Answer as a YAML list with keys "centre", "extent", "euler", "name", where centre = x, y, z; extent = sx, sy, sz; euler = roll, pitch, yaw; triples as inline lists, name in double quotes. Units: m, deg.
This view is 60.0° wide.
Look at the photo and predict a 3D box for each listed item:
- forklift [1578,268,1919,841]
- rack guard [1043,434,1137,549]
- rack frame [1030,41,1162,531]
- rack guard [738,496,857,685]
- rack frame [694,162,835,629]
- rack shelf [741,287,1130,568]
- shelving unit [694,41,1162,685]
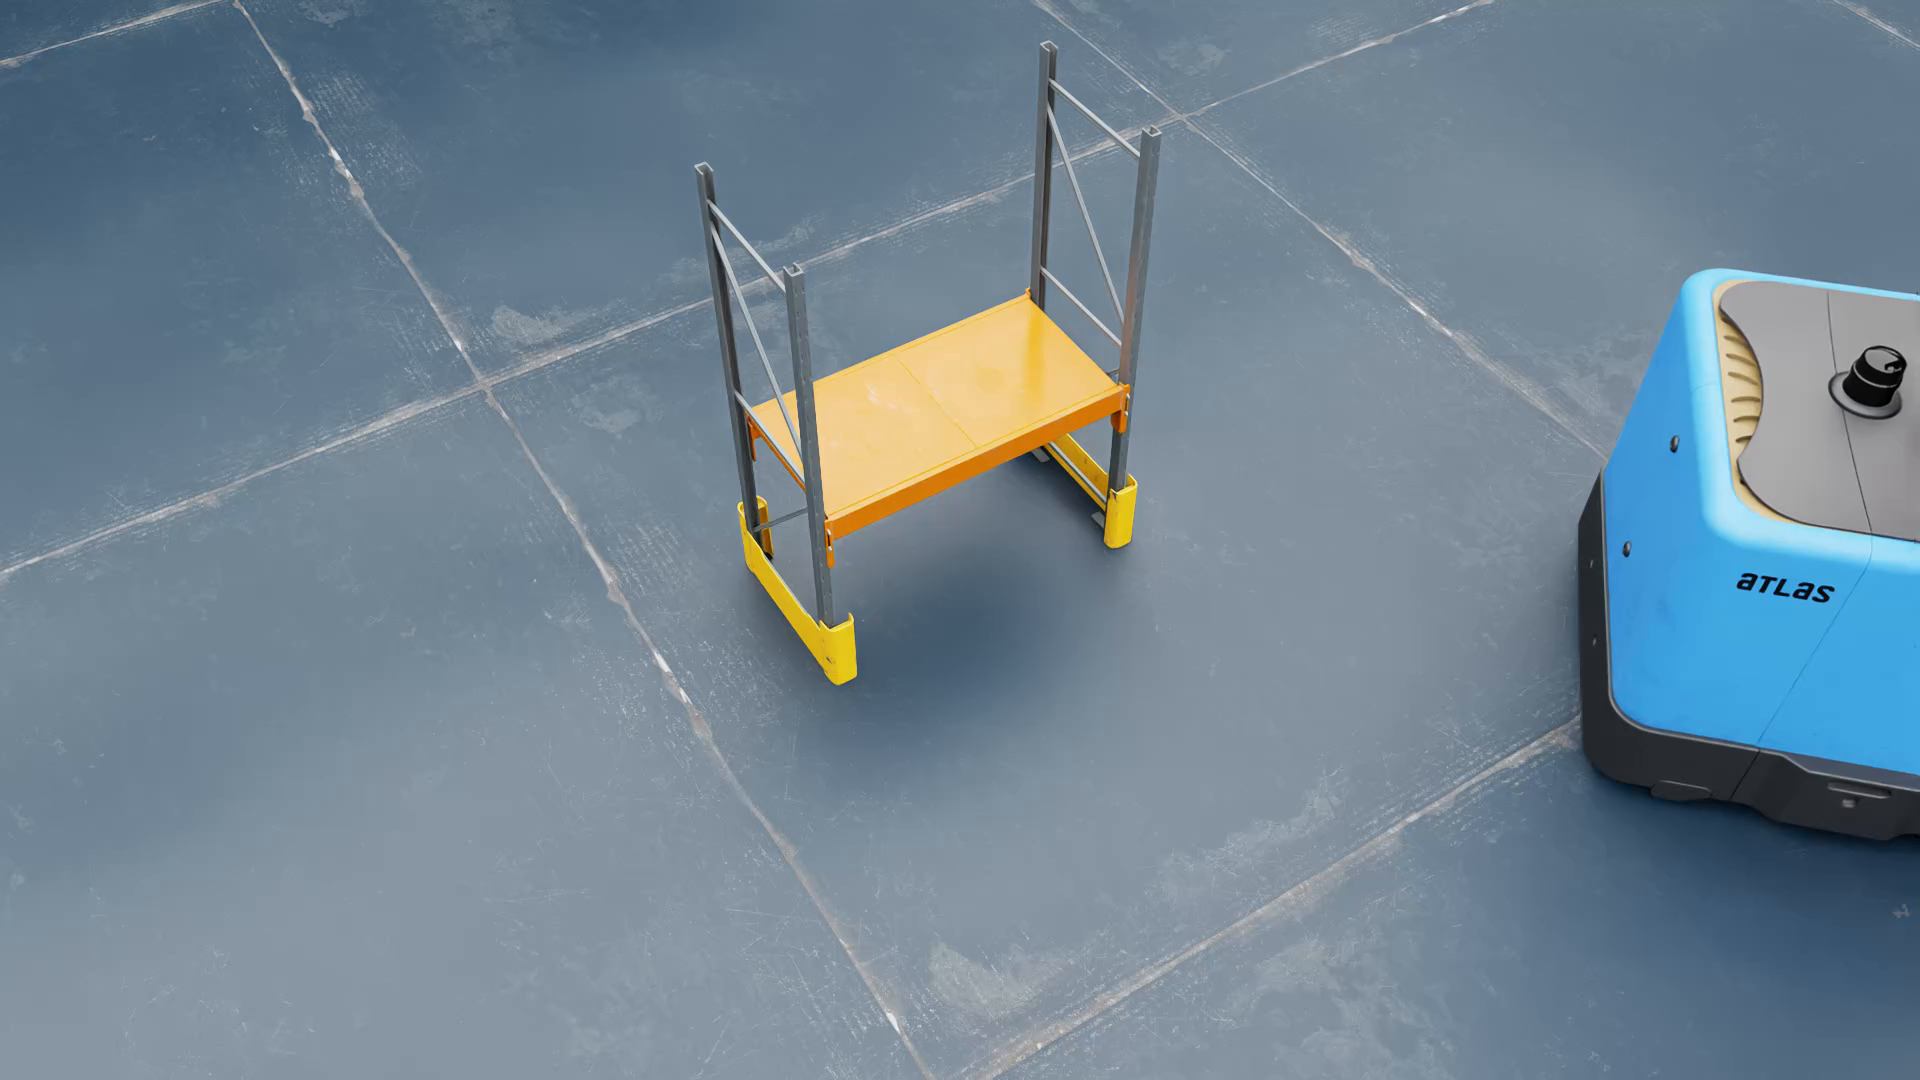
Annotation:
- centre: [3.312, -0.409, 3.651]
  extent: [3.031, 2.935, 1.130]
  euler: [10, 49, 9]
  name: "forklift"
- centre: [0.357, -0.251, 5.306]
  extent: [0.087, 0.250, 0.587]
  euler: [-25, 53, -21]
  name: "rack guard"
- centre: [0.358, -0.667, 4.840]
  extent: [0.032, 1.500, 0.500]
  euler: [-25, 53, -21]
  name: "rack frame"
- centre: [-0.486, 0.146, 4.953]
  extent: [0.087, 0.250, 0.587]
  euler: [-25, 53, -21]
  name: "rack guard"
- centre: [-0.502, -0.262, 4.479]
  extent: [0.032, 1.500, 0.500]
  euler: [-25, 53, -21]
  name: "rack frame"
- centre: [-0.072, -0.345, 4.794]
  extent: [1.000, 0.185, 0.538]
  euler: [-25, 53, -21]
  name: "rack shelf"
- centre: [-0.064, -0.468, 4.663]
  extent: [1.083, 1.500, 0.587]
  euler: [-25, 53, -21]
  name: "shelving unit"
